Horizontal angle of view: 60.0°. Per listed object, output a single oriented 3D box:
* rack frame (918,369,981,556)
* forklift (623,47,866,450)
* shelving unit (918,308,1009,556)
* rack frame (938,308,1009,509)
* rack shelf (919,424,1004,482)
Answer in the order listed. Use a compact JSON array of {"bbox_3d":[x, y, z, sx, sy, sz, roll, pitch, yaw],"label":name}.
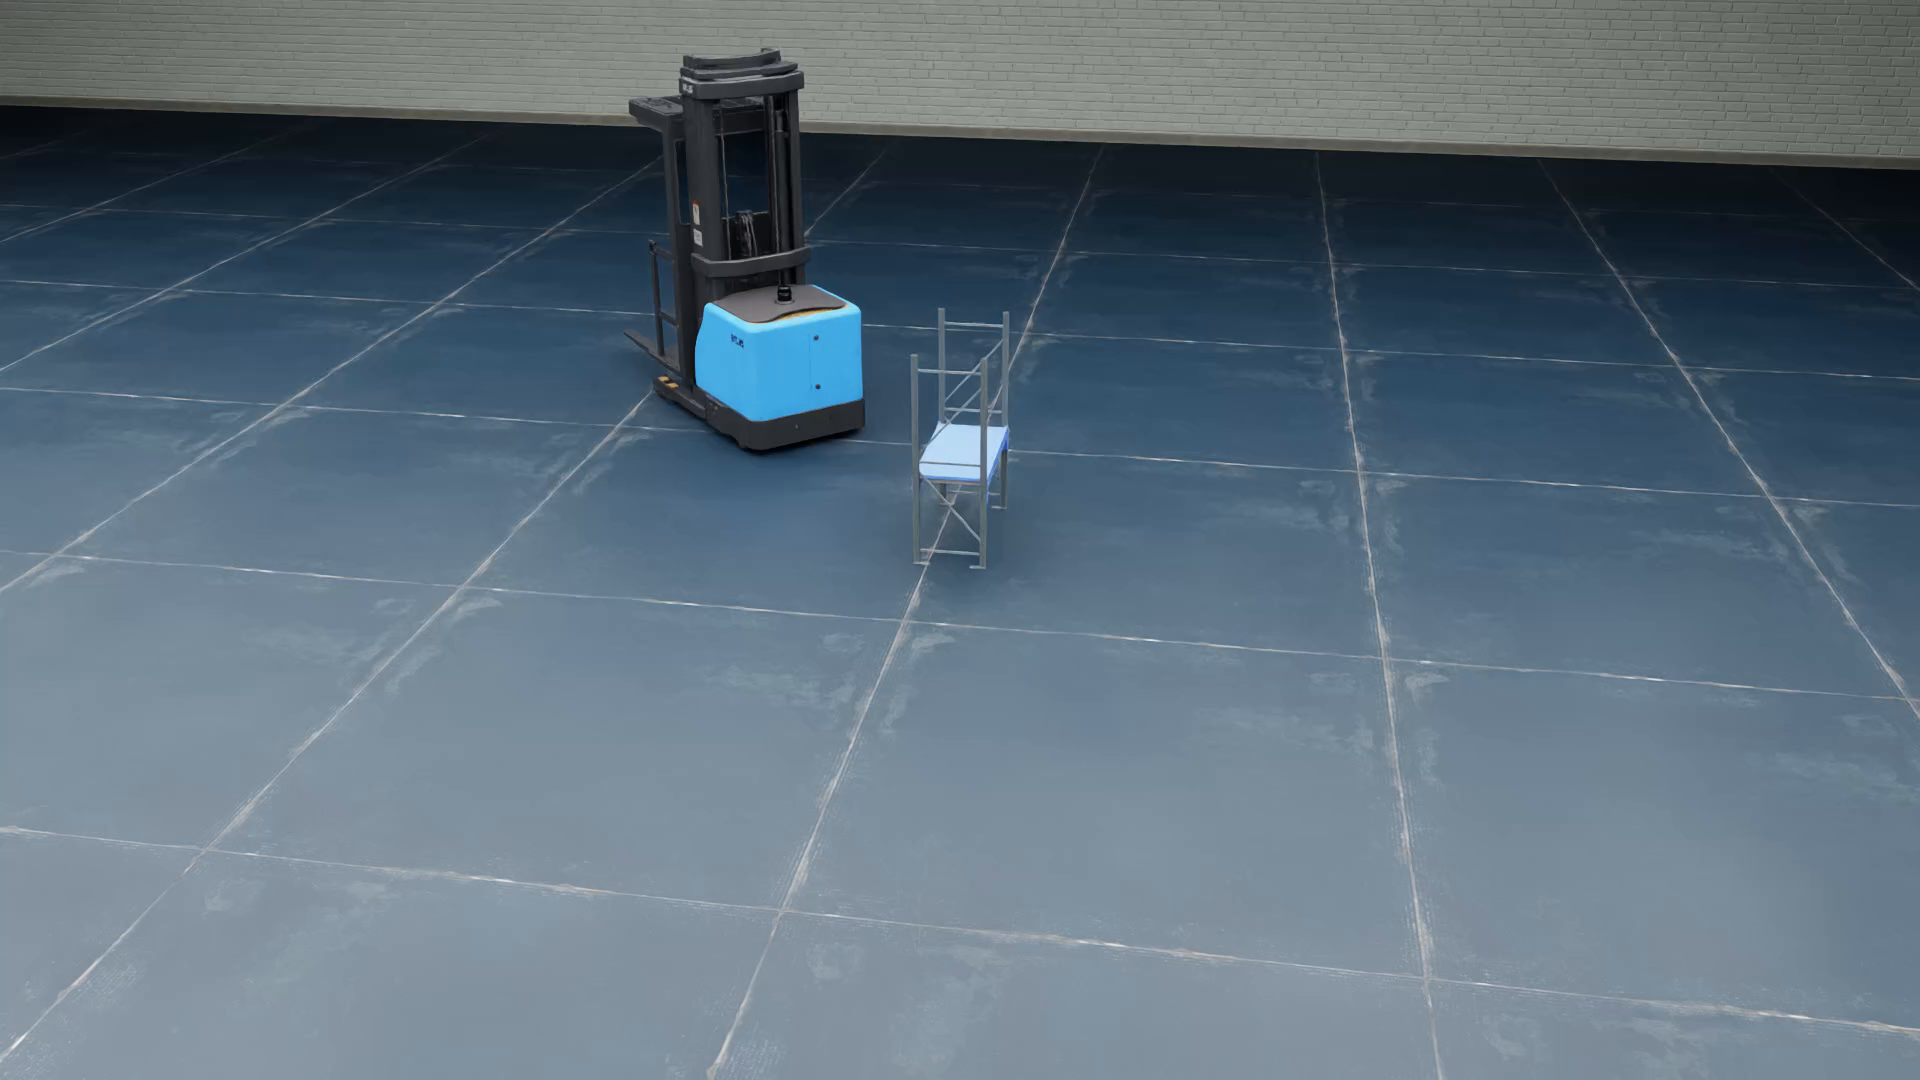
[{"bbox_3d":[-0.071,-0.502,11.054,0.475,1.308,0.013,4,25,9],"label":"rack frame"},{"bbox_3d":[-2.006,-2.610,13.869,1.130,2.935,3.031,-16,29,-30],"label":"forklift"},{"bbox_3d":[0.015,-0.717,11.512,0.500,1.500,1.039,4,25,9],"label":"shelving unit"},{"bbox_3d":[0.097,-0.928,11.962,0.500,1.500,0.032,4,25,9],"label":"rack frame"},{"bbox_3d":[0.014,-0.612,11.556,0.459,0.026,0.952,4,25,9],"label":"rack shelf"}]
